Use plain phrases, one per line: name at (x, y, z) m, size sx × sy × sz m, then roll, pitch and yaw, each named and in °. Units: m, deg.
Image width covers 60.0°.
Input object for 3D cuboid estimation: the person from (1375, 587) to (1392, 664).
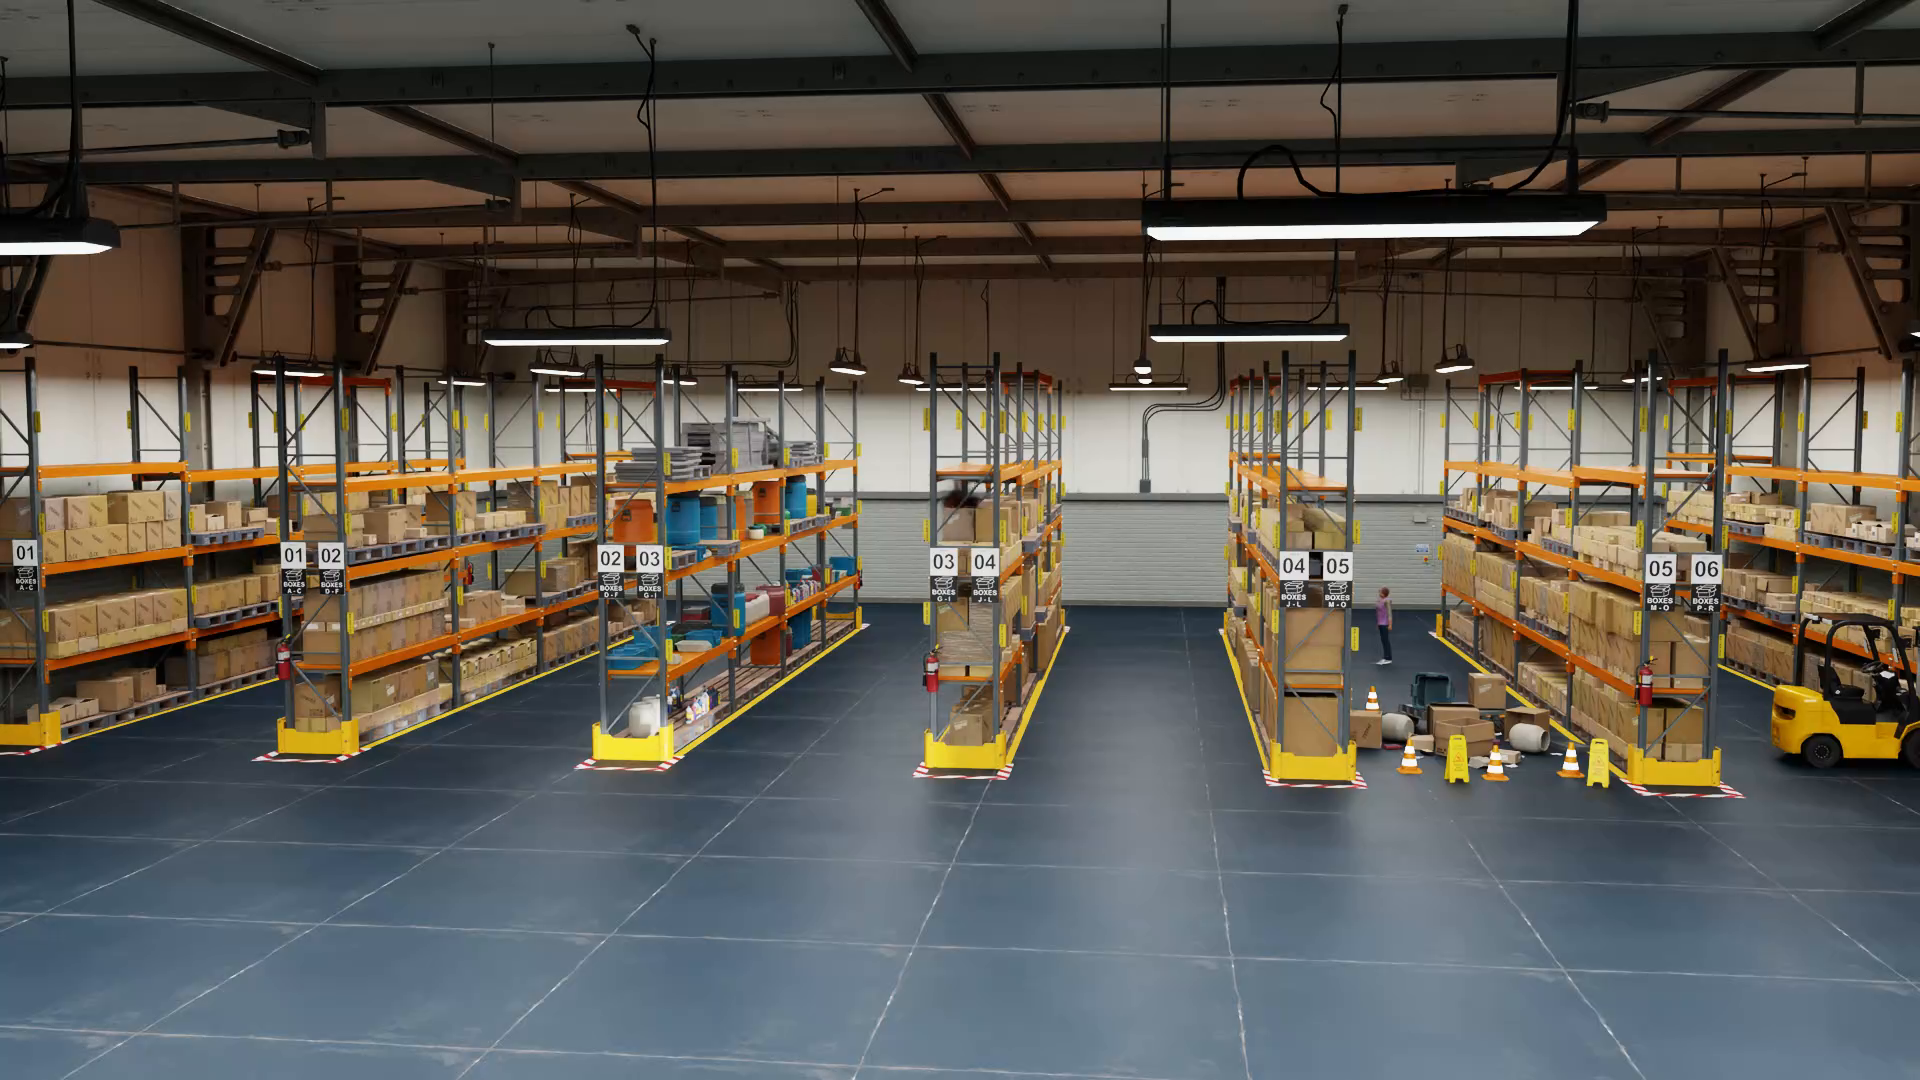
person at (8.780, 1.764, 34.482) m, size 0.332 × 1.603 × 0.460 m, roll 0°, pitch 4°, yaw 5°
